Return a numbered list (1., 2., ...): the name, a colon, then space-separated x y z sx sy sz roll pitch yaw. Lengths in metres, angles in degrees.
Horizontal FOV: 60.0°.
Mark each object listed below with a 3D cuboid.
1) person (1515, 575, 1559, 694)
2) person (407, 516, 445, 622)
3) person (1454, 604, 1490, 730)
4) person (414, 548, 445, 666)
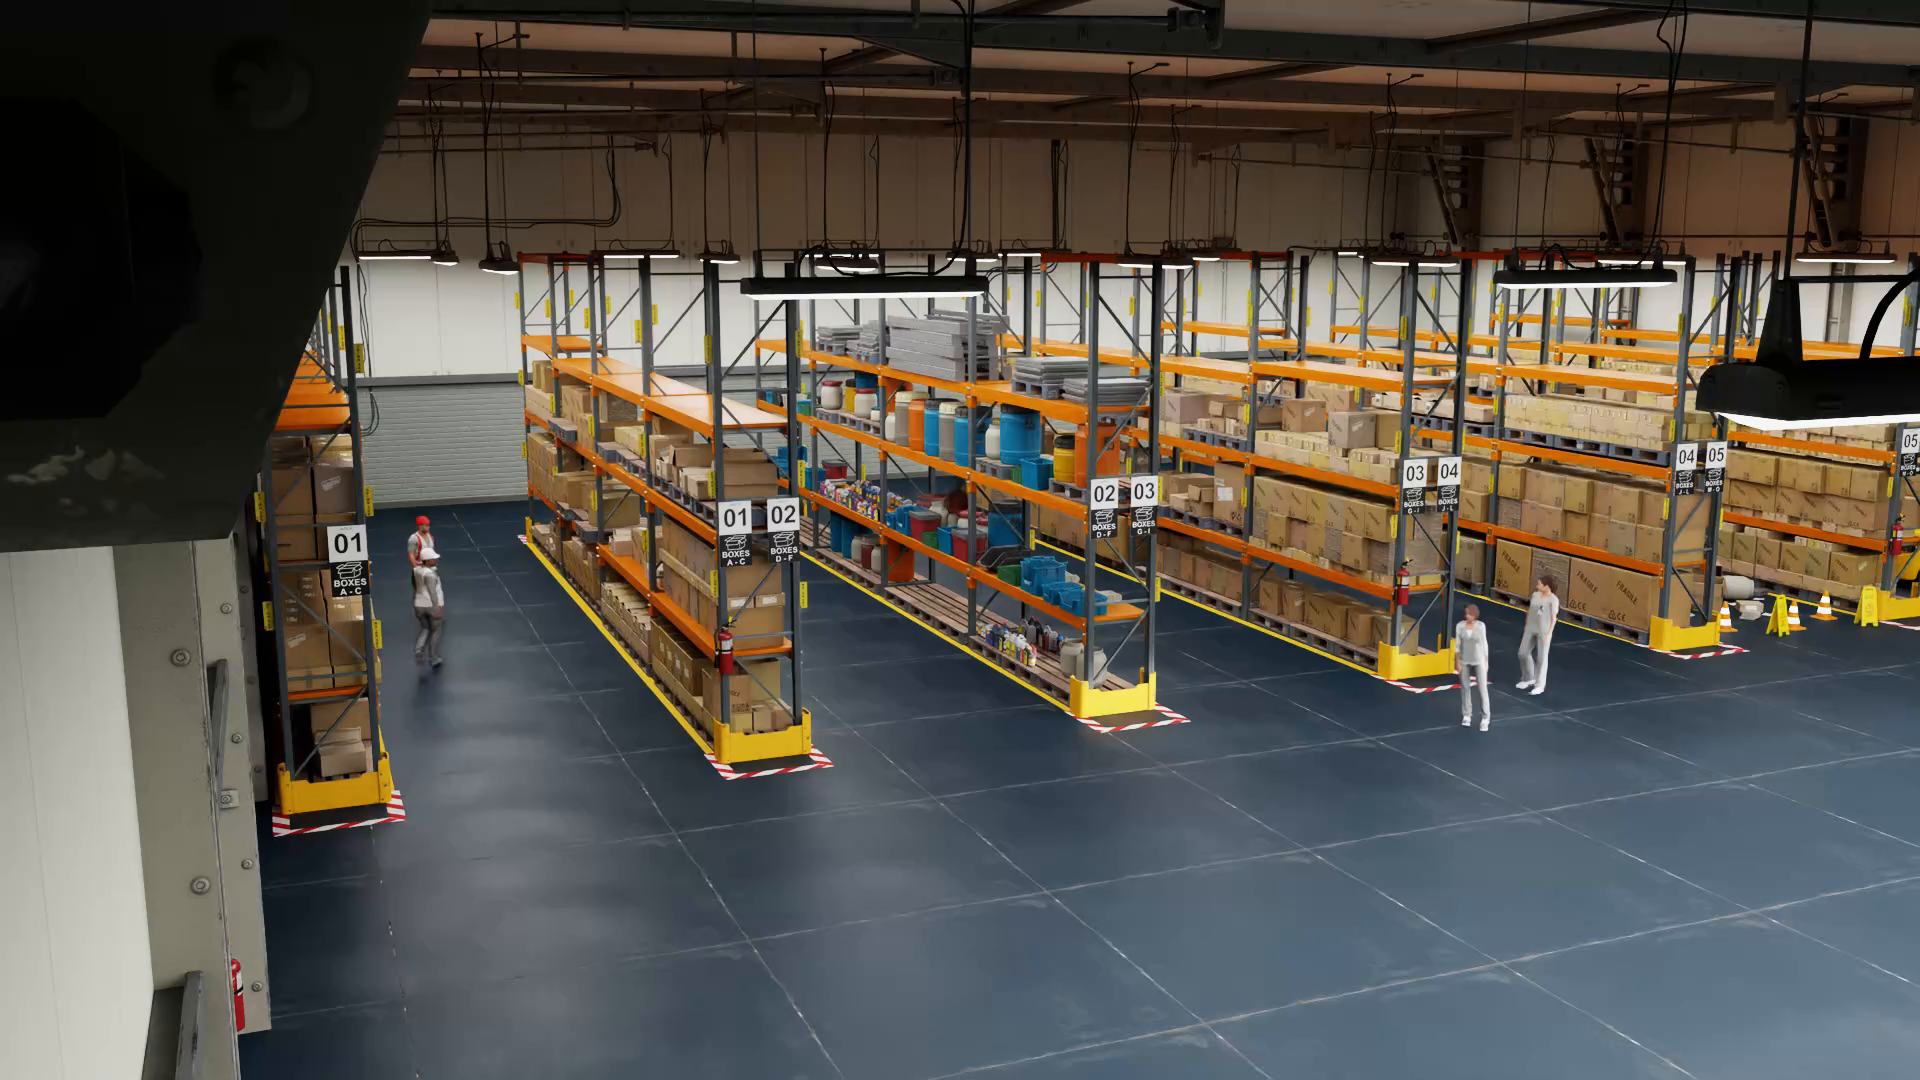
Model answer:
1. person: 8.069 1.312 23.278 0.468 1.706 0.549 -9 14 -42
2. person: -8.875 0.478 27.503 0.484 1.740 1.019 -6 12 -29
3. person: 6.682 1.641 21.677 0.499 1.600 0.376 5 11 24
4. person: -7.905 0.984 24.656 0.526 1.768 0.481 3 11 17
